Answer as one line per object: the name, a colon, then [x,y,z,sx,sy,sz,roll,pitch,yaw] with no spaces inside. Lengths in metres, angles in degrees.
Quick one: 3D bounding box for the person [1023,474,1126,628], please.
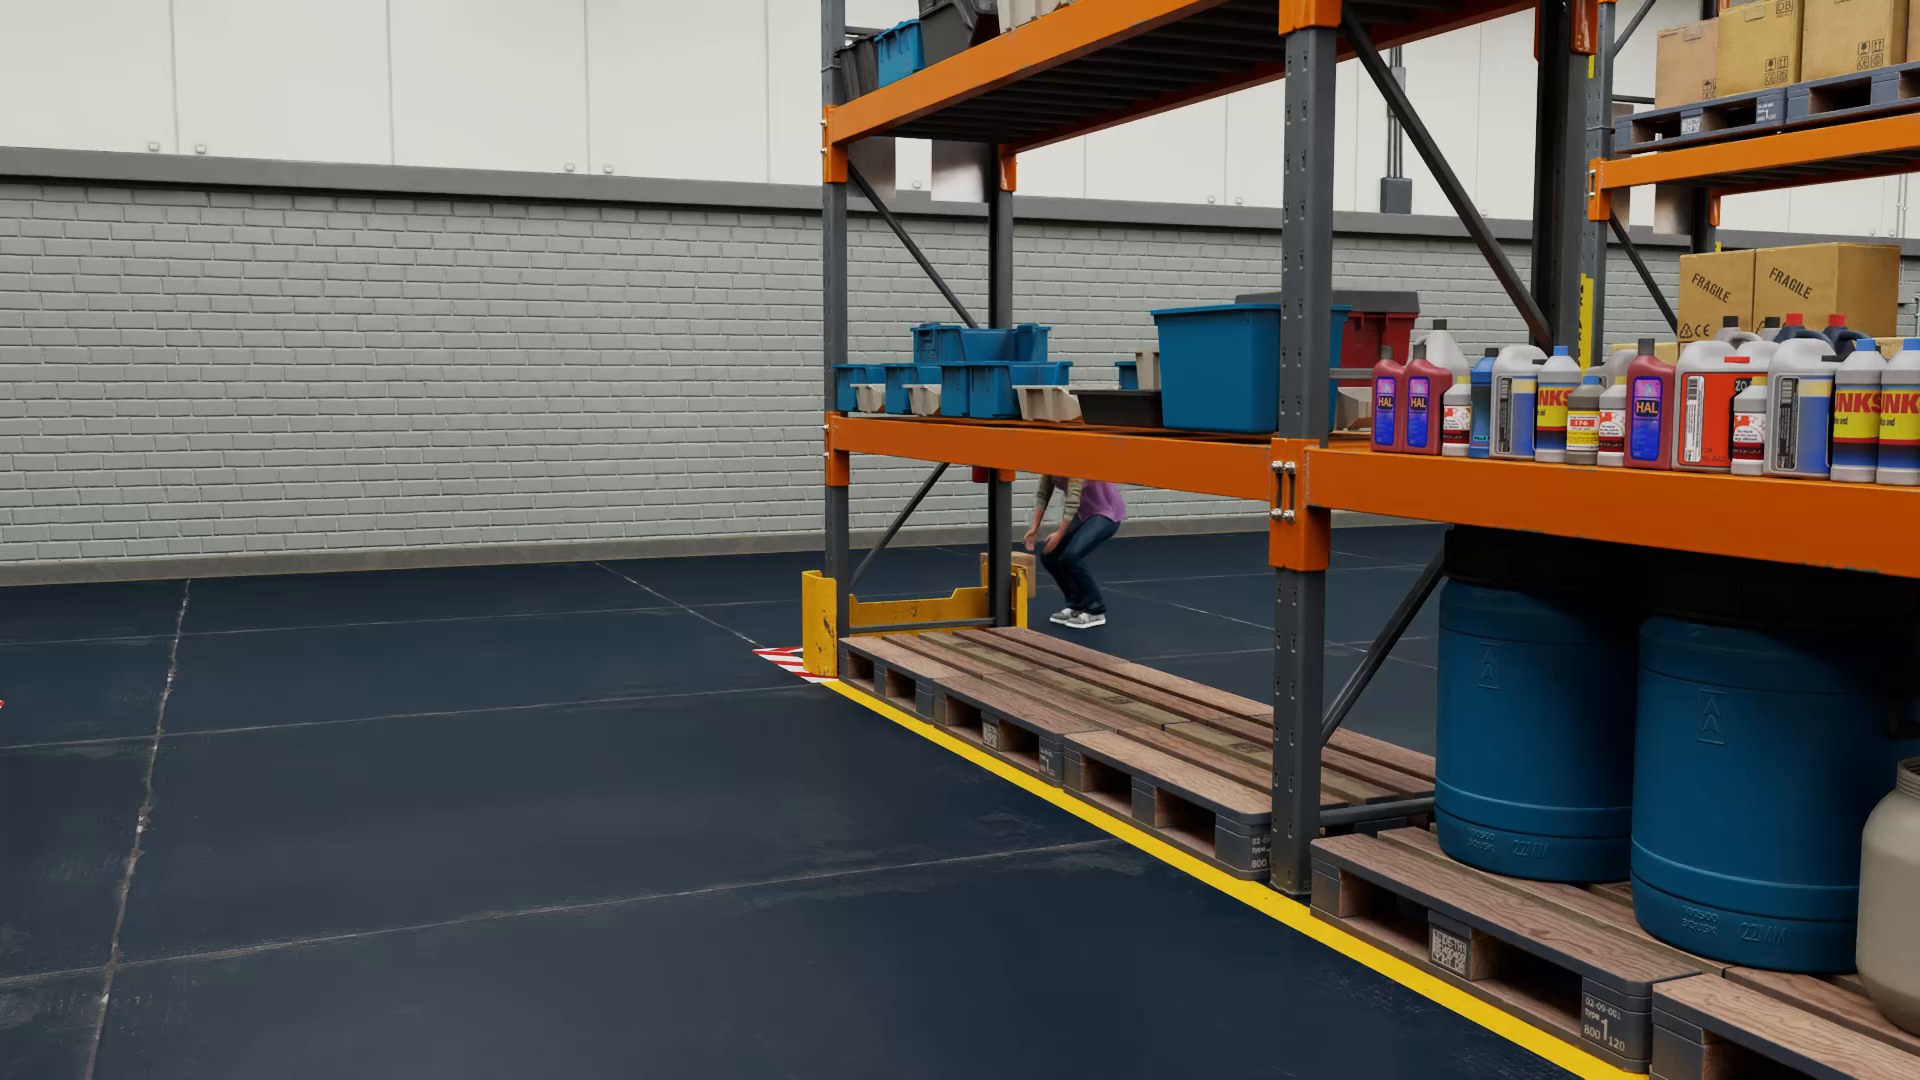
person: [0.692,-0.101,10.018,0.671,1.257,0.463,-2,6,-24]
